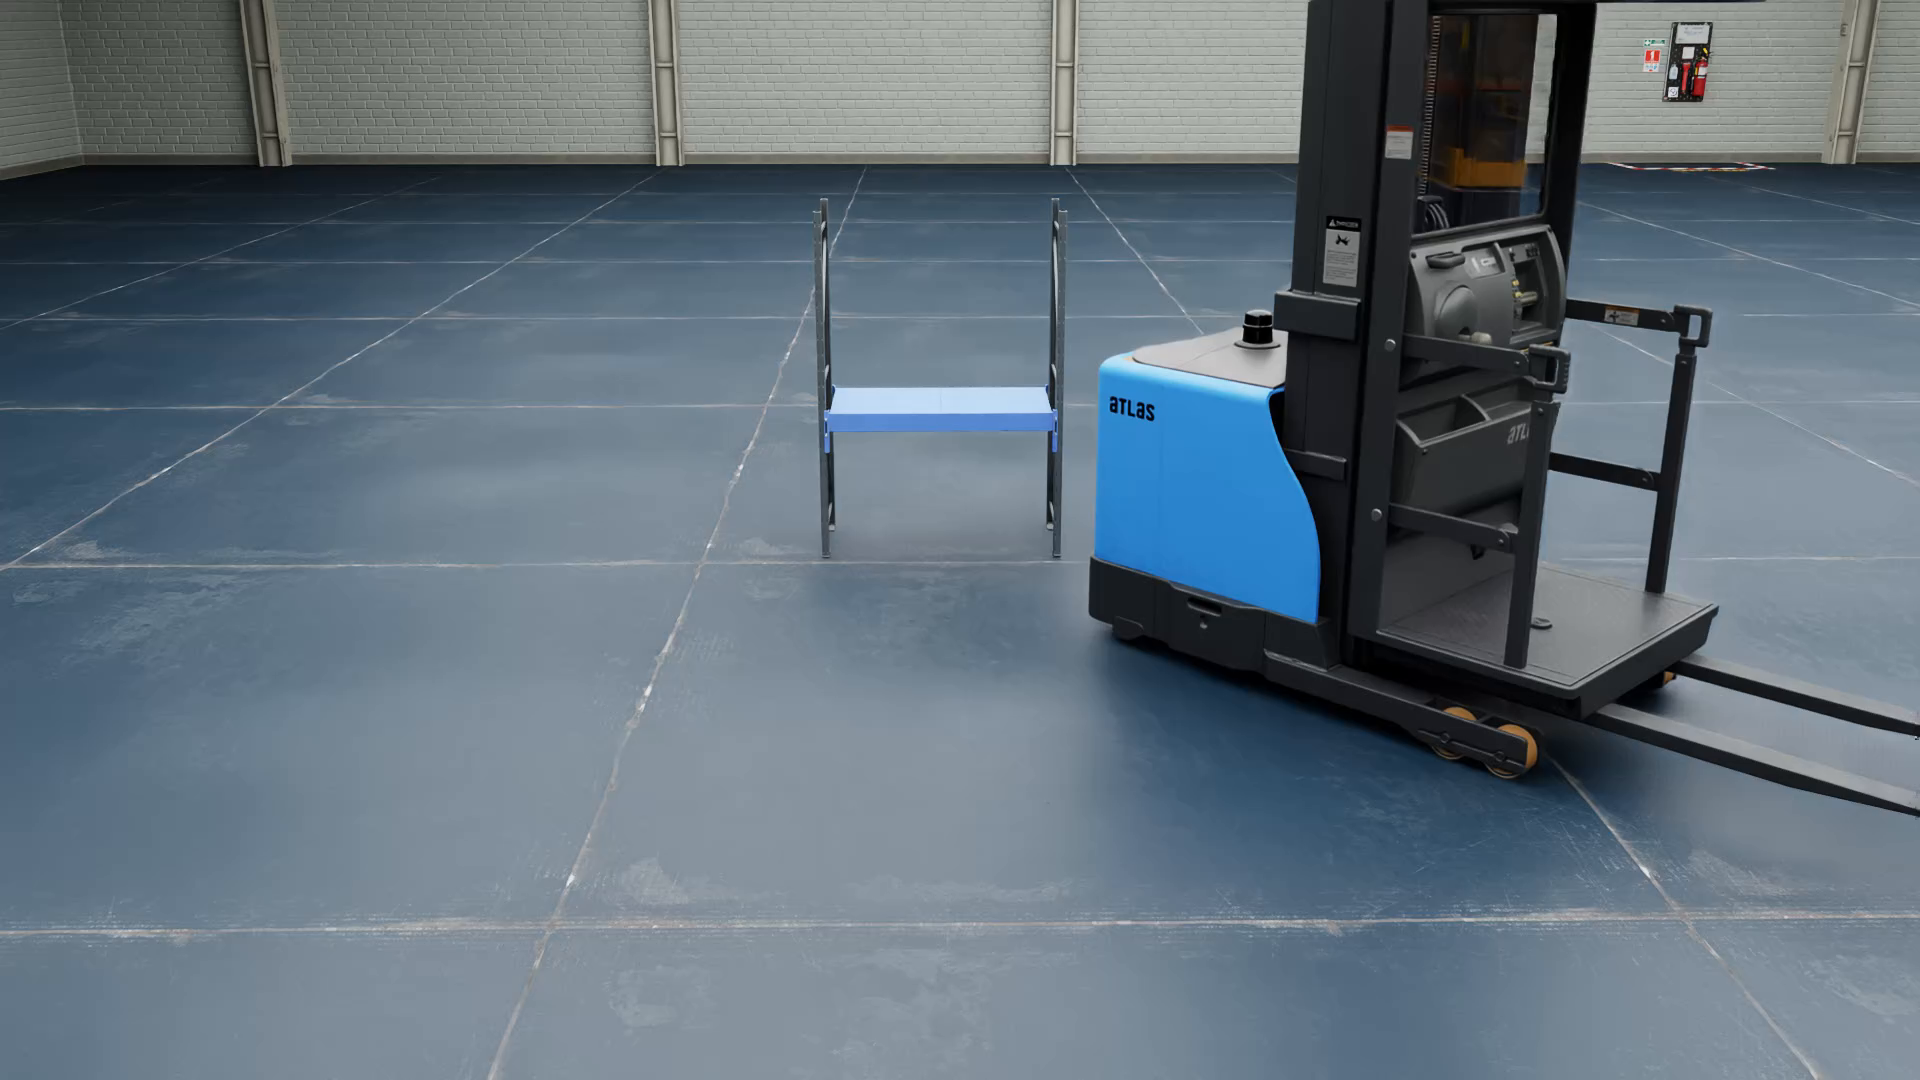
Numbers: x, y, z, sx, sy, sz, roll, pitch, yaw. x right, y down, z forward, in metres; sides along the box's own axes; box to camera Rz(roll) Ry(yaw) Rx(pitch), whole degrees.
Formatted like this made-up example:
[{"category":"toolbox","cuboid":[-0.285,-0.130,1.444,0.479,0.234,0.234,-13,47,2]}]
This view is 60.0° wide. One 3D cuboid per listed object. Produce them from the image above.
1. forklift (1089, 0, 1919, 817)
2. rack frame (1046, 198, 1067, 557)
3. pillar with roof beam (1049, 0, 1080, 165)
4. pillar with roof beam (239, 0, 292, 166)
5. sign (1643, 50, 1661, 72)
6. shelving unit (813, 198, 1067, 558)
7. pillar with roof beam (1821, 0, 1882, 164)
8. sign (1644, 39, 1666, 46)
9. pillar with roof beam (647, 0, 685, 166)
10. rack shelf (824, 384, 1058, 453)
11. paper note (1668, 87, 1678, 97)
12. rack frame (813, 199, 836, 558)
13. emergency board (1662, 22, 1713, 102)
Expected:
[{"category":"forklift","cuboid":[1.886,-0.825,5.320,1.130,2.935,3.031,-17,24,-42]},{"category":"rack frame","cuboid":[0.423,-0.716,7.325,0.032,1.500,0.500,0,18,-1]},{"category":"pillar with roof beam","cuboid":[1.642,-8.741,20.065,0.400,9.000,9.100,0,18,-1]},{"category":"pillar with roof beam","cuboid":[-10.357,-8.684,19.885,0.400,9.000,9.100,0,18,-1]},{"category":"sign","cuboid":[10.546,-7.303,25.344,0.234,0.329,0.001,0,18,-1]},{"category":"shelving unit","cuboid":[-0.085,-0.714,7.317,1.048,1.500,0.538,0,18,-1]},{"category":"pillar with roof beam","cuboid":[13.640,-8.799,20.246,0.400,9.000,9.100,0,18,-1]},{"category":"sign","cuboid":[10.551,-7.553,25.255,0.331,0.109,0.001,0,18,-1]},{"category":"pillar with roof beam","cuboid":[-4.357,-8.713,19.975,0.400,9.000,9.100,0,18,-1]},{"category":"rack shelf","cuboid":[-0.085,-0.542,7.372,1.000,0.185,0.538,0,18,-1]},{"category":"paper note","cuboid":[10.923,-6.858,25.458,0.142,0.148,0.016,0,18,-1]},{"category":"rack frame","cuboid":[-0.594,-0.711,7.310,0.032,1.500,0.500,0,18,-1]},{"category":"emergency board","cuboid":[11.101,-7.257,25.260,0.643,1.169,0.194,0,18,-1]}]
